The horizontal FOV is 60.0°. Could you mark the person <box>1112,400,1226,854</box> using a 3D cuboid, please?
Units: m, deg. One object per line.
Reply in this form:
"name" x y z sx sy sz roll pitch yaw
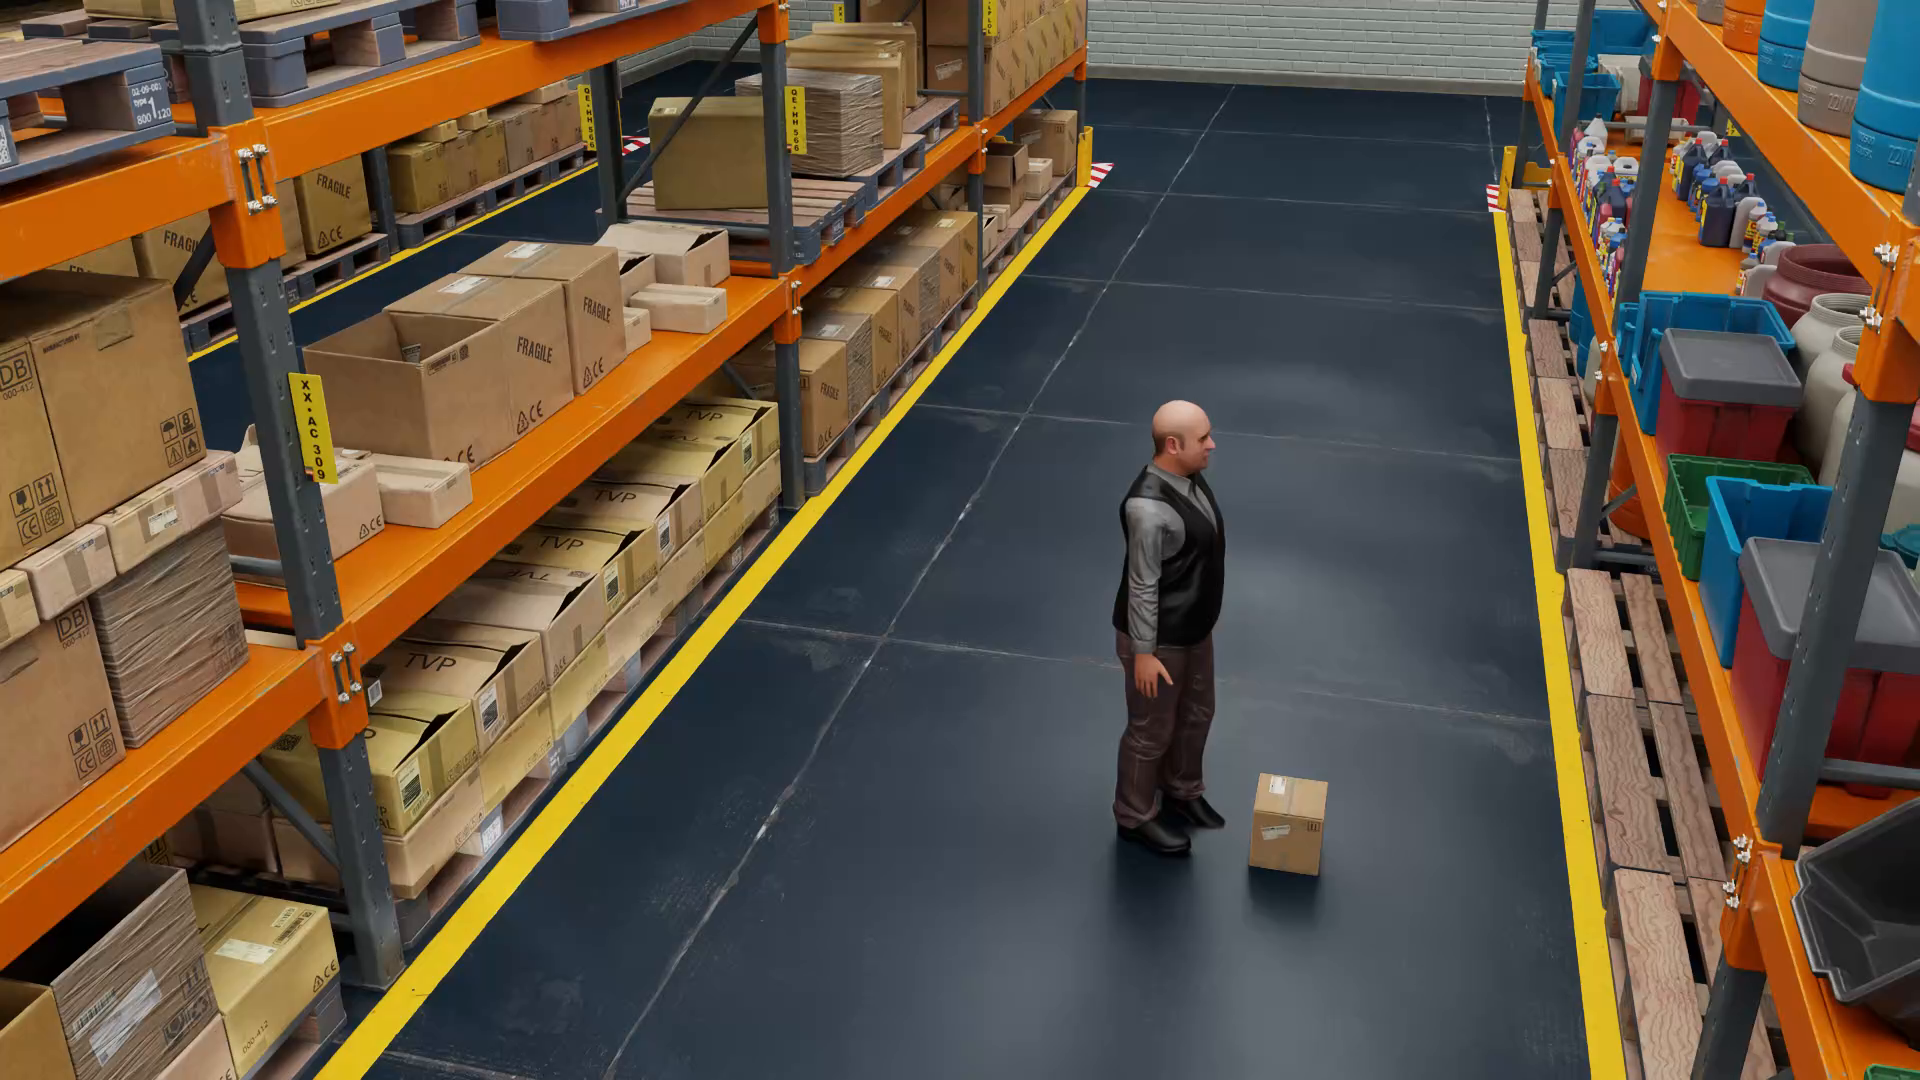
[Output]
"person" 0.769 0.356 5.923 0.433 1.777 0.575 11 27 22
